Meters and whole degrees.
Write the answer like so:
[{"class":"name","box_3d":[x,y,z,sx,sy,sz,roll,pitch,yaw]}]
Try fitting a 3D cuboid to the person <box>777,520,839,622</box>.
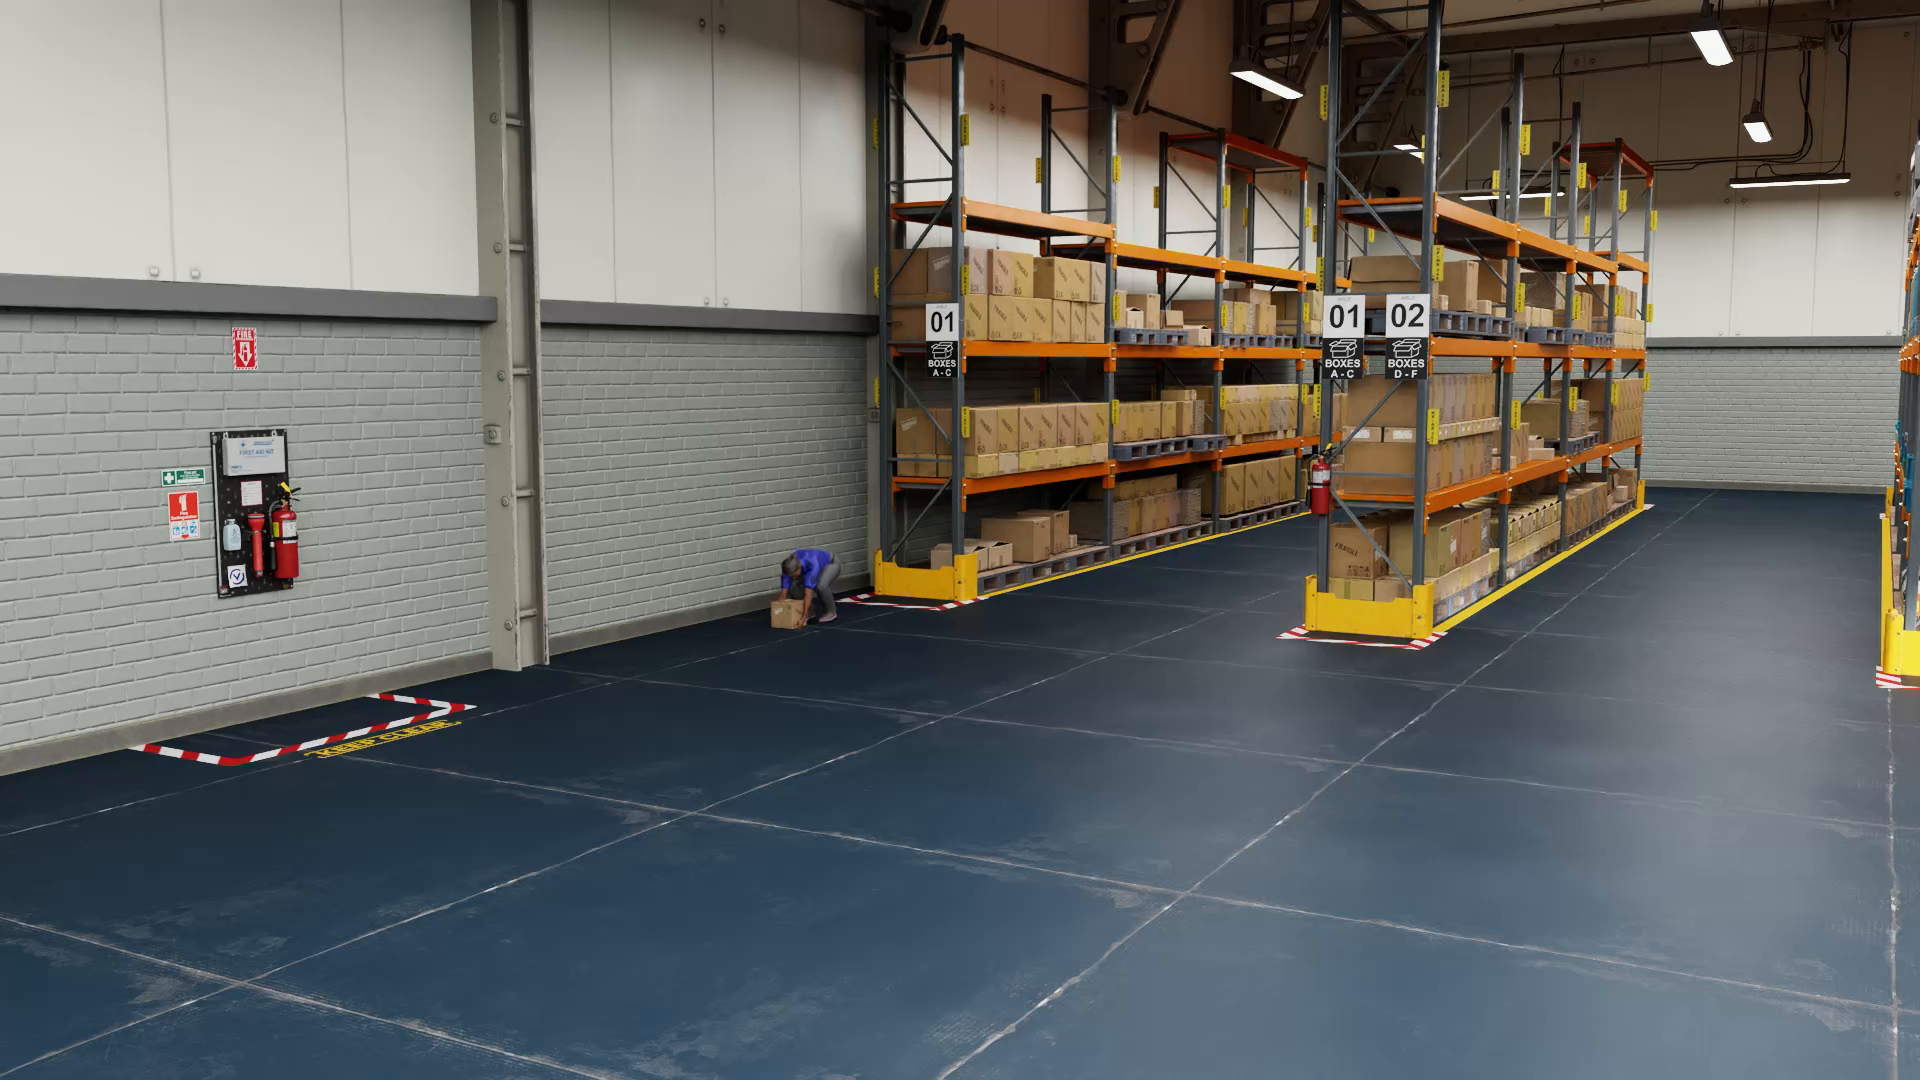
[{"class":"person","box_3d":[-1.524,0.310,16.436,0.422,1.037,0.875,3,7,26]}]
